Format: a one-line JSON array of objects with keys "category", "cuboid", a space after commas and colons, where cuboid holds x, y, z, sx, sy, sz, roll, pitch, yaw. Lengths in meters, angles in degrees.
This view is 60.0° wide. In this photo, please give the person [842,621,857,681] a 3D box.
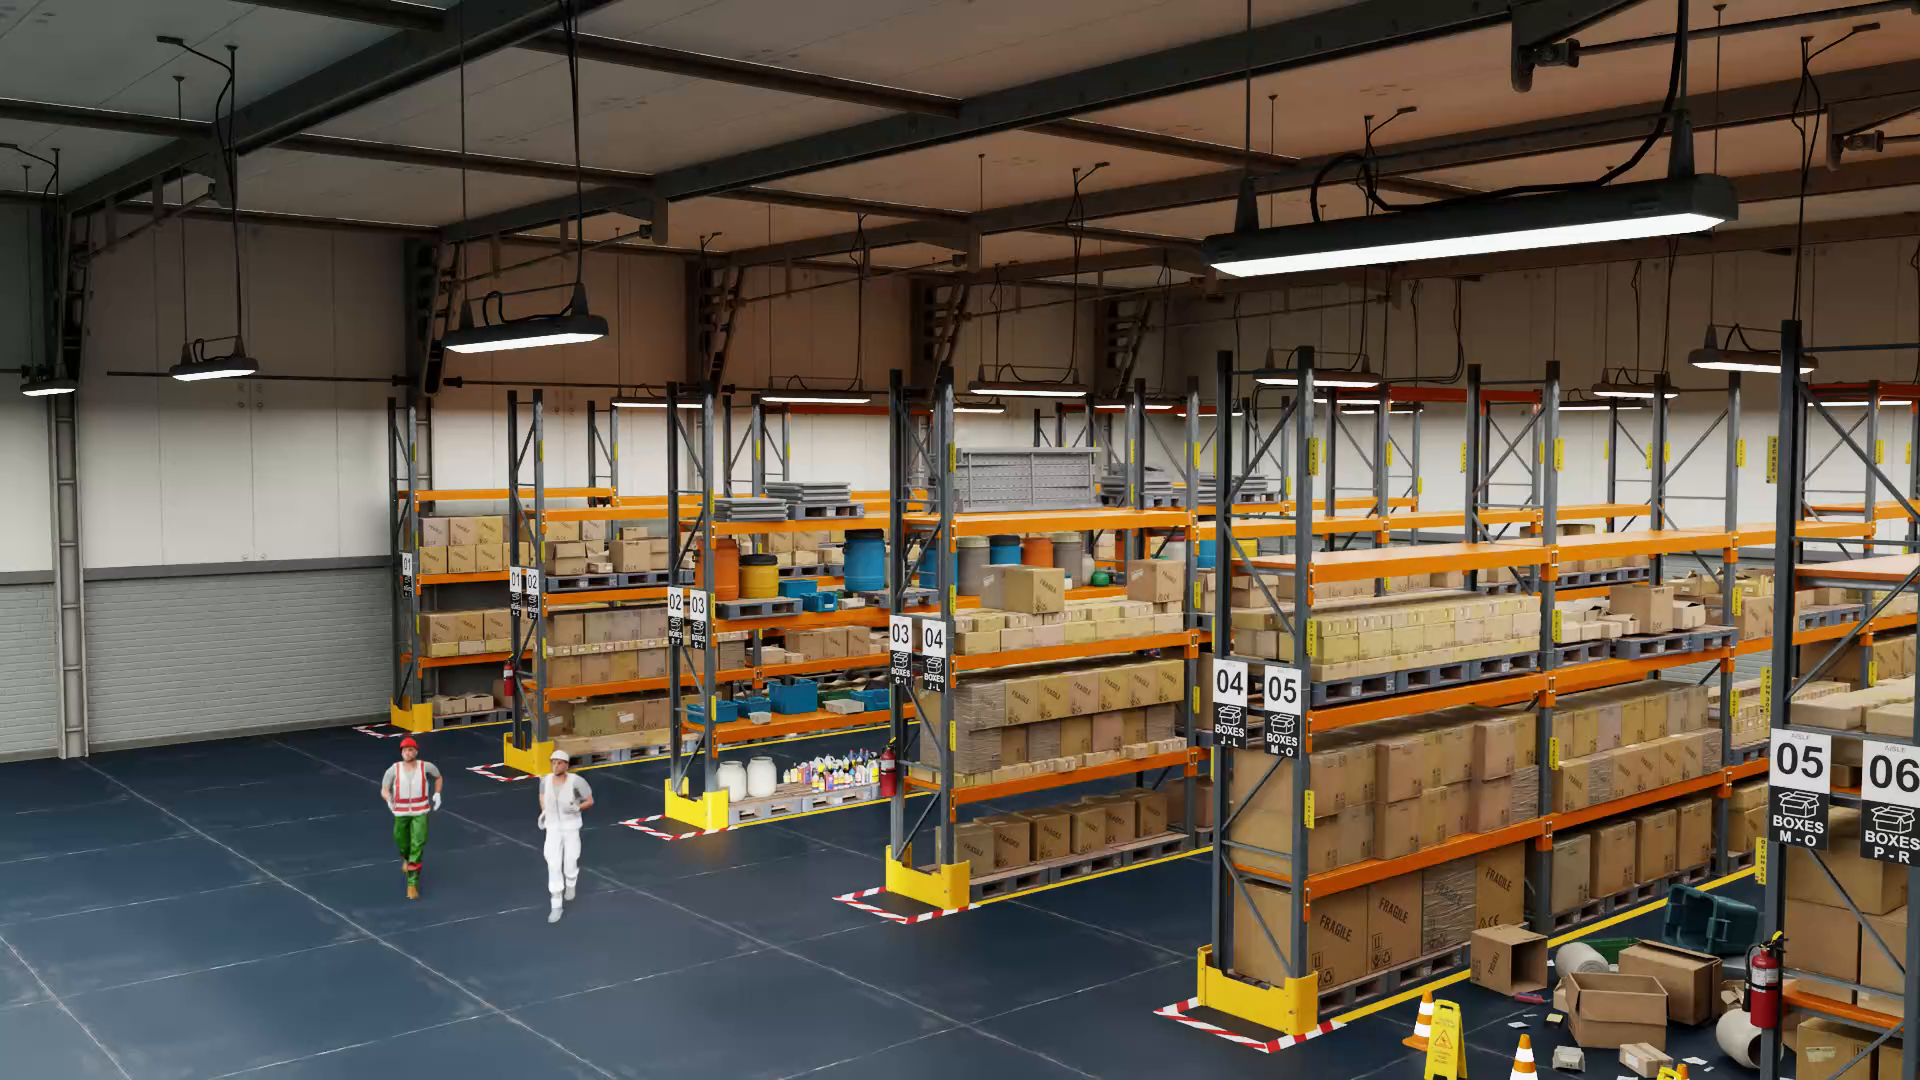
[{"category": "person", "cuboid": [-2.233, 2.334, 33.336, 0.657, 1.724, 0.950, 2, 4, 36]}]

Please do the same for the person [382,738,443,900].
[{"category": "person", "cuboid": [-6.322, 3.166, 19.199, 0.671, 1.774, 0.957, -1, 3, -15]}]

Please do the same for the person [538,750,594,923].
[{"category": "person", "cuboid": [-4.336, 3.195, 18.279, 0.633, 1.804, 0.928, 0, 3, -2]}]
